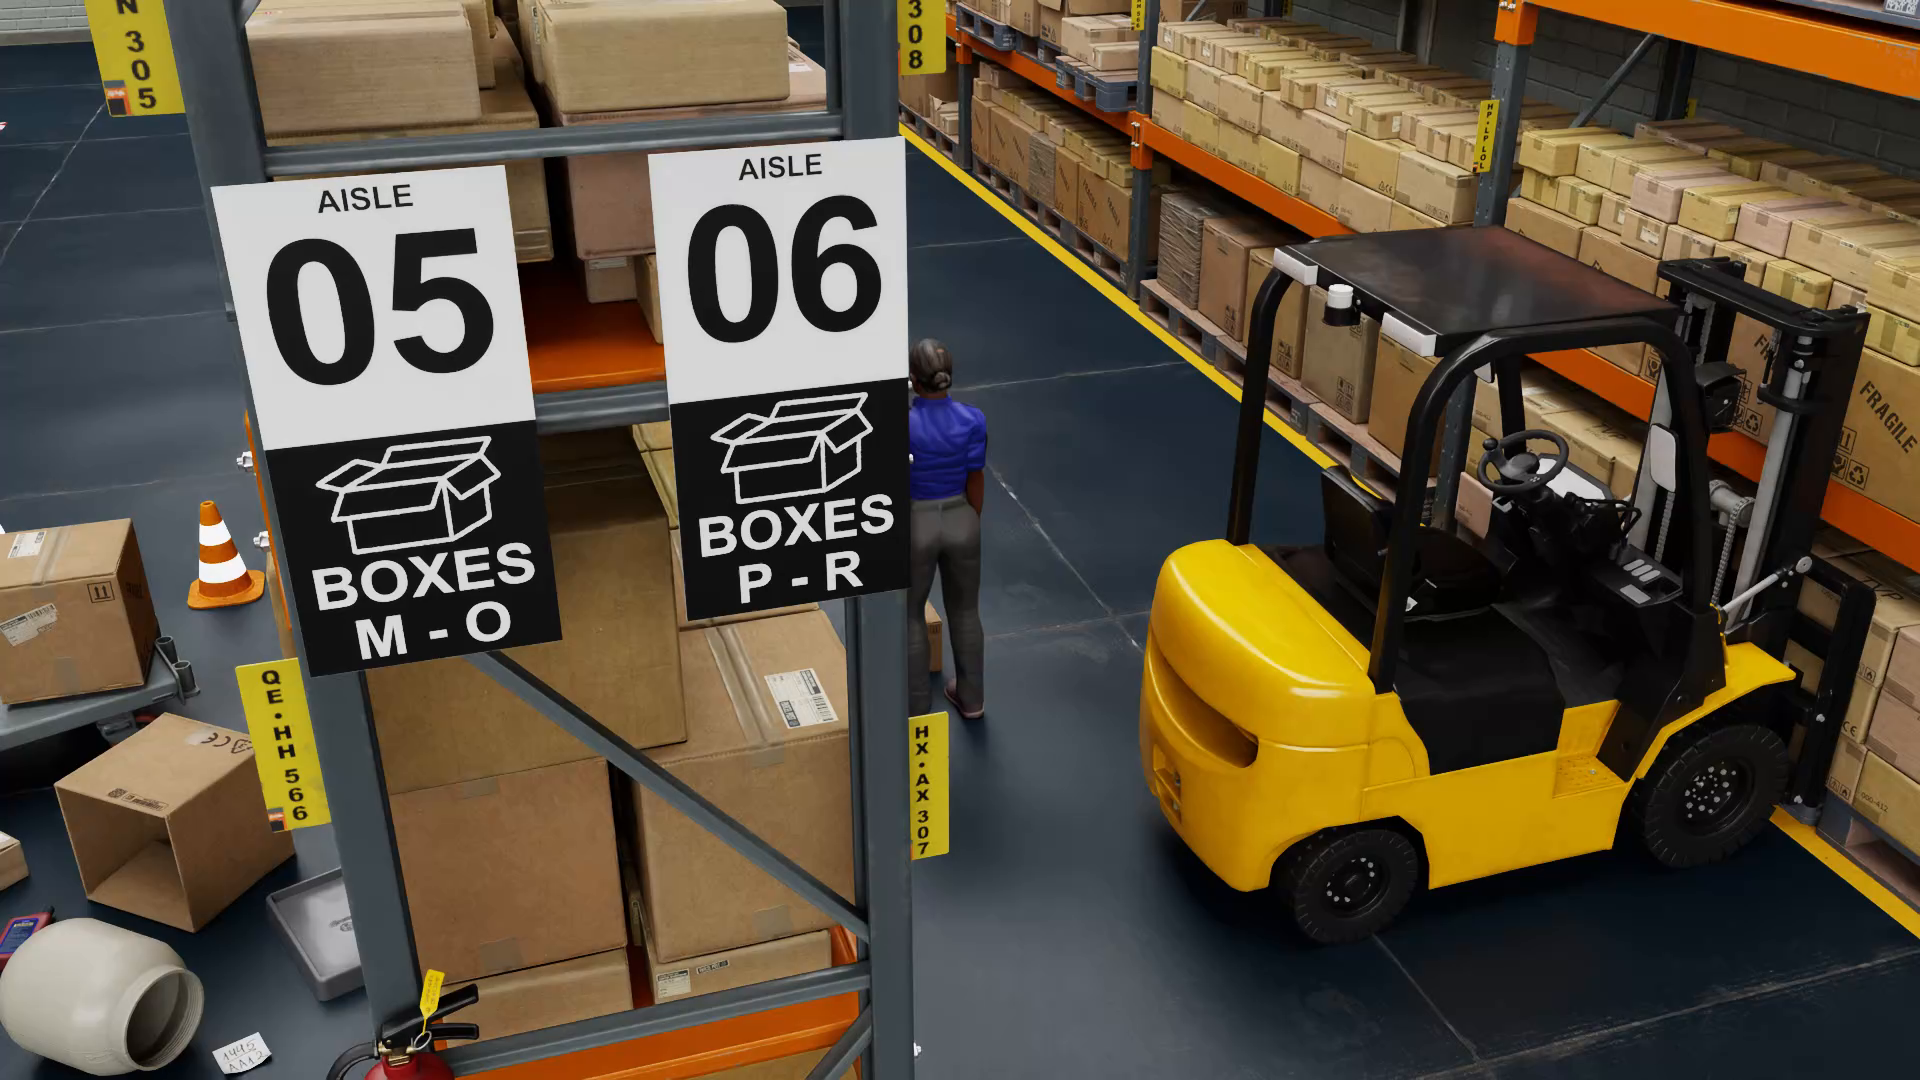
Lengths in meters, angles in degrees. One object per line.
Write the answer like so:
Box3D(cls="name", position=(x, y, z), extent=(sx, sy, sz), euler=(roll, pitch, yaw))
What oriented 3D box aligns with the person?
Box3D(cls="person", position=(-0.111, -0.022, 6.670), extent=(0.427, 1.657, 0.302), euler=(-8, 28, -16))
